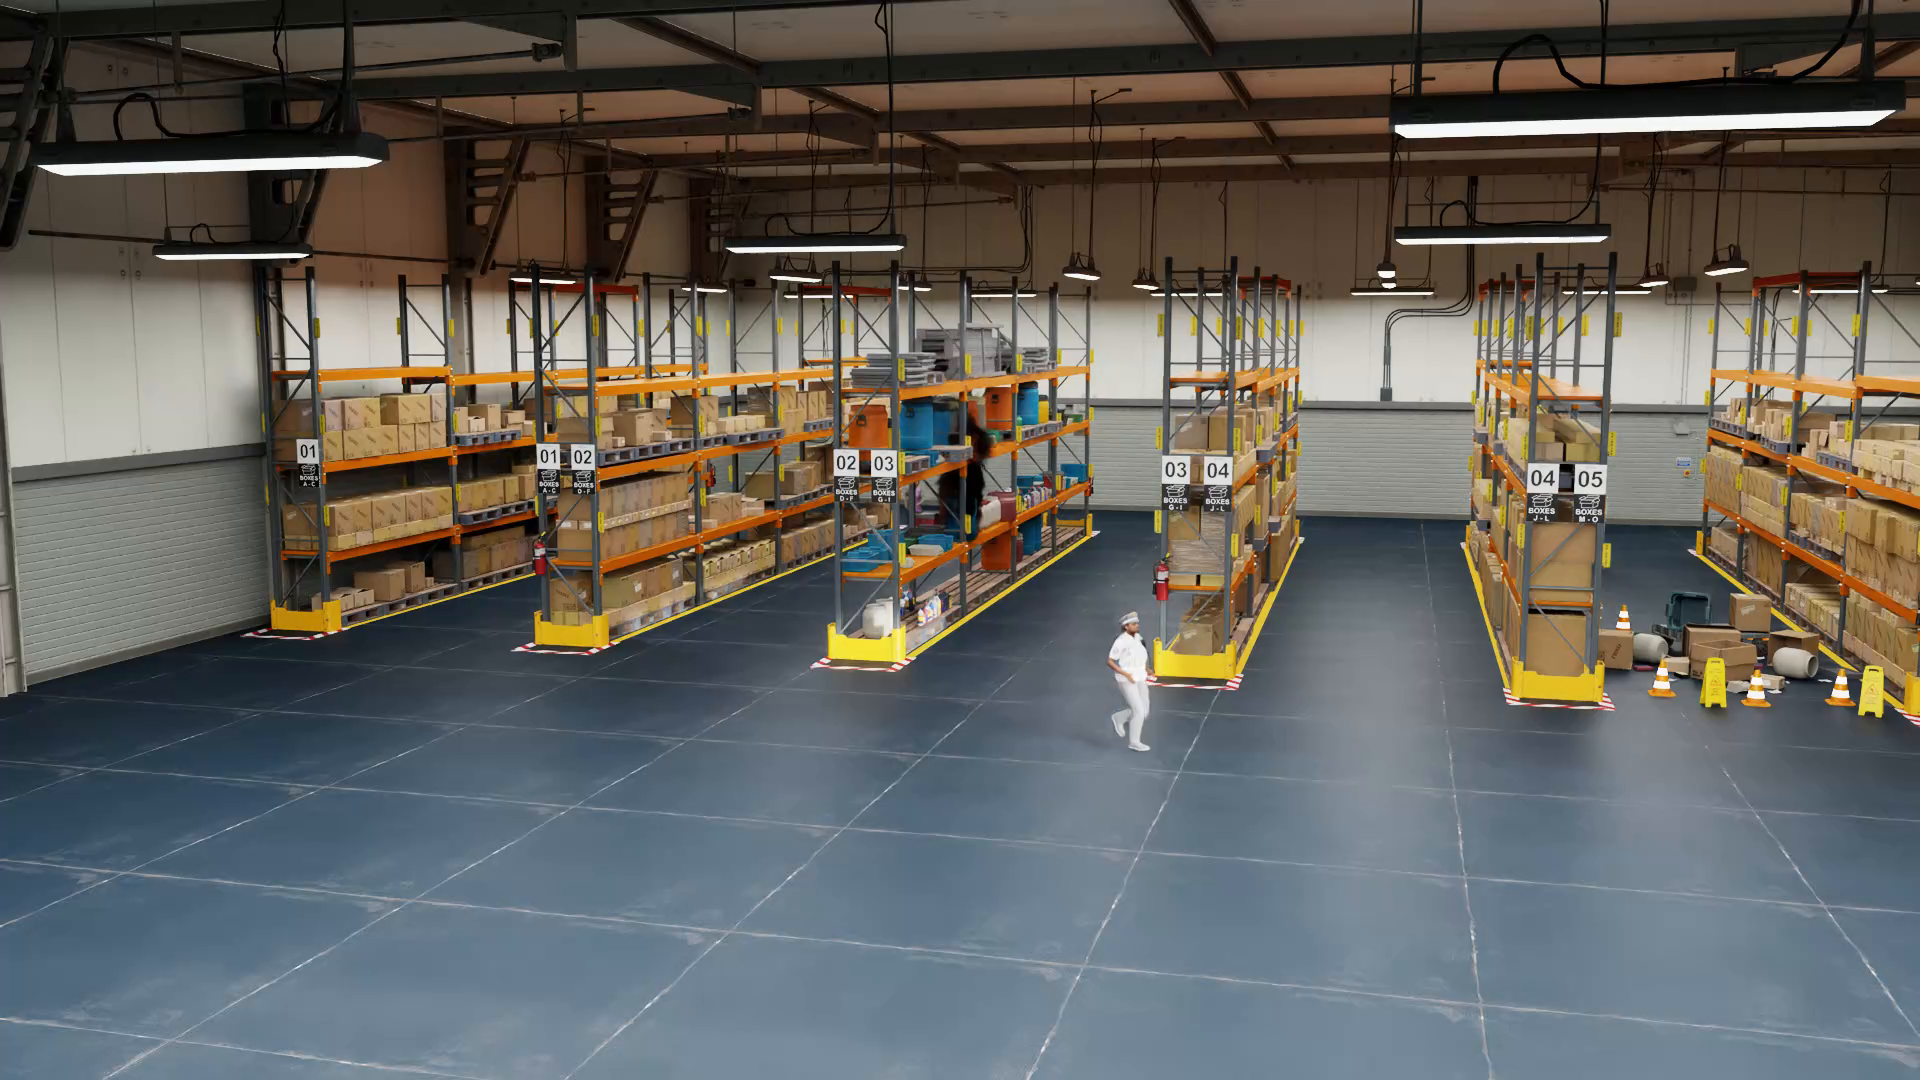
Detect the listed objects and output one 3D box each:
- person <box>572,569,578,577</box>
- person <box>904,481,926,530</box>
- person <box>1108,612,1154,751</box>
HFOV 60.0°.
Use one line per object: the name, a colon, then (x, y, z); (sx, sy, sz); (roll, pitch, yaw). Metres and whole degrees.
person: (-7.134, 0.199, 31.264); (0.602, 1.716, 0.796); (1, 7, 8)
person: (-1.050, -0.652, 38.481); (0.541, 1.638, 0.733); (1, 7, 9)
person: (2.014, 1.667, 19.890); (0.578, 1.653, 0.644); (-7, 10, -44)
